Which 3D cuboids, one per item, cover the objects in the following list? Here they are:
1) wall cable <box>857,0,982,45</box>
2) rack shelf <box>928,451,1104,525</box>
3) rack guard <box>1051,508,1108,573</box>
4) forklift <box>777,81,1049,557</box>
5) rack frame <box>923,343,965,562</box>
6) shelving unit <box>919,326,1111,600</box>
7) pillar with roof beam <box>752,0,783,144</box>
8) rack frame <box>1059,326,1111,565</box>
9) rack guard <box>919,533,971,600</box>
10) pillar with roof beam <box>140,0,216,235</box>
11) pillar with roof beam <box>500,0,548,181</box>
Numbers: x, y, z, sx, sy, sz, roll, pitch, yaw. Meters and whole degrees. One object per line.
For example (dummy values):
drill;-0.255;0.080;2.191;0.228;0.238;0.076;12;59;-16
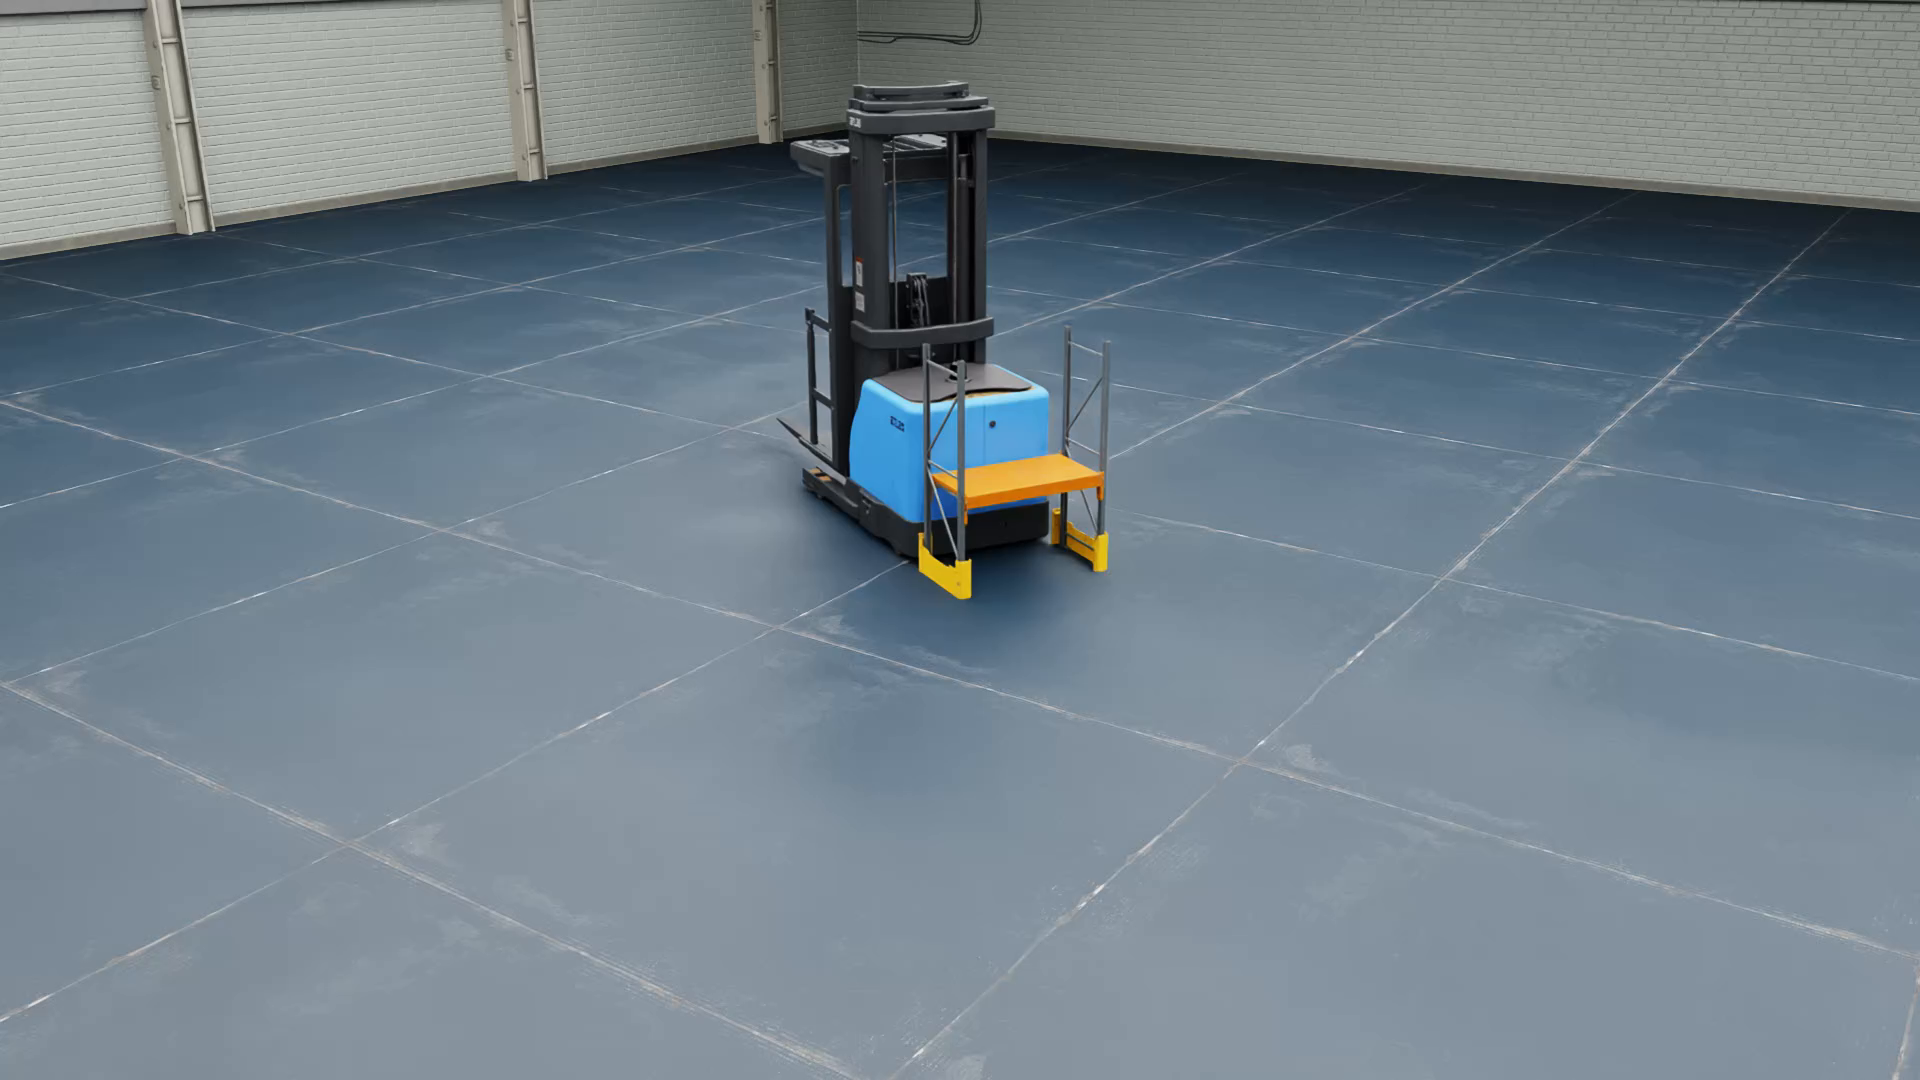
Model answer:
wall cable;-0.884;-10.982;32.460;3.097;2.526;0.112;13;24;32
rack shelf;0.349;-0.340;10.540;1.000;0.185;0.538;-10;23;-26
rack guard;0.781;-0.002;10.910;0.087;0.250;0.587;-10;23;-26
forklift;-0.502;-1.733;11.724;1.130;2.935;3.031;-10;22;-24
rack frame;-0.099;-0.426;10.254;0.032;1.500;0.500;-10;23;-26
shelving unit;0.341;-0.507;10.474;1.083;1.500;0.587;-10;23;-26
pillar with roof beam;-0.074;-11.012;28.064;9.100;9.000;0.400;13;24;32
rack frame;0.798;-0.591;10.702;0.032;1.500;0.500;-10;23;-26
rack guard;-0.098;0.160;10.471;0.087;0.250;0.587;-10;23;-26
pillar with roof beam;-6.819;-7.569;18.756;9.100;9.000;0.400;13;24;32
pillar with roof beam;-3.446;-9.290;23.410;9.100;9.000;0.400;13;24;32
